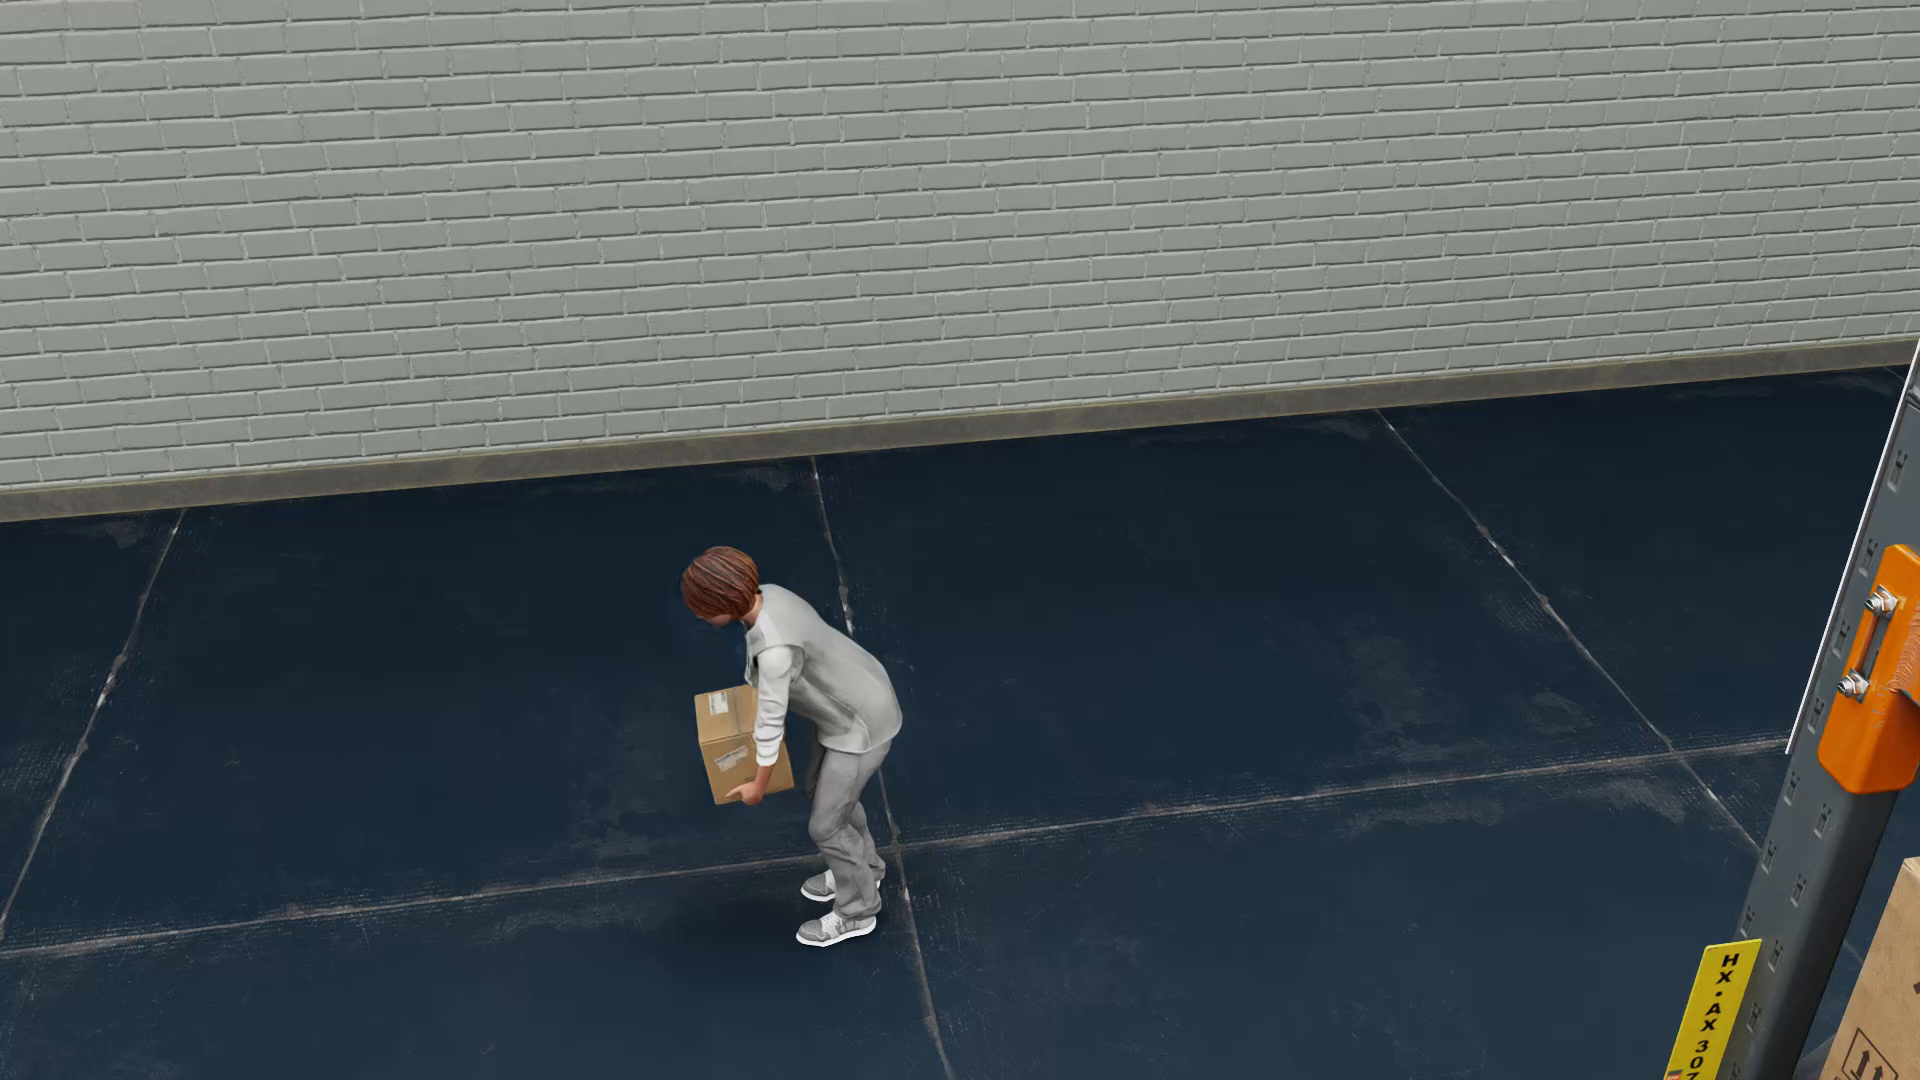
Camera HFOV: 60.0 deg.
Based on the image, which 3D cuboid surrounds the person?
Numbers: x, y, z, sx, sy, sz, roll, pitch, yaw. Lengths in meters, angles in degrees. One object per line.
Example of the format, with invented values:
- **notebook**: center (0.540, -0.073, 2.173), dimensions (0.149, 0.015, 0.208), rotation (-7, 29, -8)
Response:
- **person**: center (-0.499, 0.646, 5.214), dimensions (0.637, 1.457, 0.373), rotation (-6, 32, -10)
